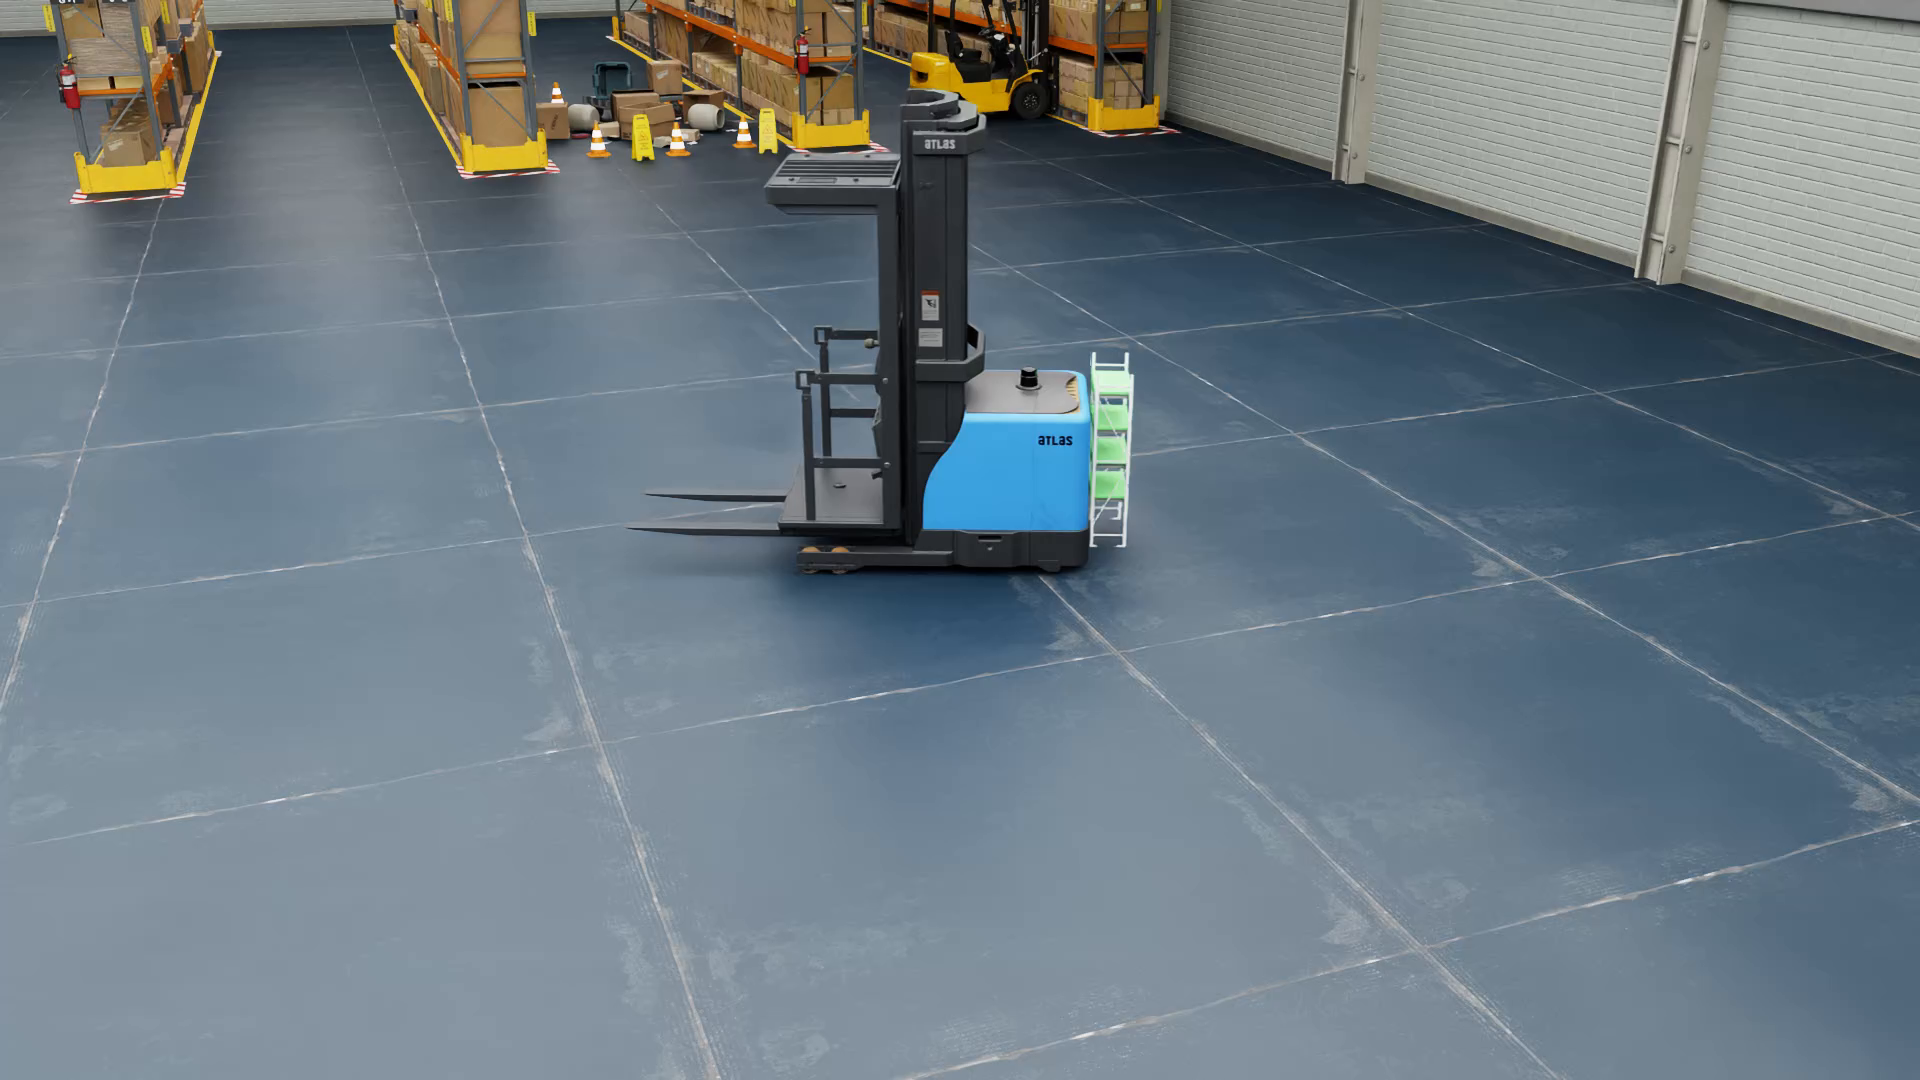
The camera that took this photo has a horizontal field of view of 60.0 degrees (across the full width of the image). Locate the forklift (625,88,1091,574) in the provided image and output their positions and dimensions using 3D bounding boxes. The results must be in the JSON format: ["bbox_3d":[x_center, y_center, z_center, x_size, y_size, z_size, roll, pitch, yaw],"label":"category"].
[{"bbox_3d":[-0.670,-1.338,10.650,3.031,2.935,1.130,1,23,2],"label":"forklift"}]

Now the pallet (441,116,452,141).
[{"bbox_3d":[-7.778,-6.652,26.761,1.003,0.211,1.213,-8,24,-19],"label":"pallet"}]

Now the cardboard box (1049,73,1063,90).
[{"bbox_3d":[1.843,-7.828,28.317,0.500,0.250,0.500,-9,24,-20],"label":"cardboard box"}]

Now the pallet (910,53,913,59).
[{"bbox_3d":[-0.378,-10.067,34.863,1.003,0.211,1.213,-8,24,-19],"label":"pallet"}]

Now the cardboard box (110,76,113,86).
[{"bbox_3d":[-11.618,-6.177,22.367,0.380,0.149,0.250,-8,24,-19],"label":"cardboard box"}]

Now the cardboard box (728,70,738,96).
[{"bbox_3d":[-3.566,-8.113,29.479,0.950,0.372,0.625,-8,24,-18],"label":"cardboard box"}]

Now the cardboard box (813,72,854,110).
[{"bbox_3d":[-2.001,-7.098,26.263,0.500,0.500,0.500,-9,25,-21],"label":"cardboard box"}]

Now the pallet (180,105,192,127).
[{"bbox_3d":[-13.361,-7.022,27.638,1.003,0.211,1.213,-8,24,-19],"label":"pallet"}]

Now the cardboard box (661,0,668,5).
[{"bbox_3d":[-5.778,-11.022,33.732,0.500,0.250,0.500,-9,24,-20],"label":"cardboard box"}]

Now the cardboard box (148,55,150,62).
[{"bbox_3d":[-11.830,-6.866,23.167,0.875,0.500,0.500,-8,24,-19],"label":"cardboard box"}]

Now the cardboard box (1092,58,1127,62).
[{"bbox_3d":[2.504,-7.938,27.933,0.500,0.250,0.500,-8,24,-19],"label":"cardboard box"}]

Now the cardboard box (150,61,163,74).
[{"bbox_3d":[-11.553,-6.706,23.621,0.380,0.149,0.250,-8,24,-19],"label":"cardboard box"}]

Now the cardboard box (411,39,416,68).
[{"bbox_3d":[-10.598,-9.676,33.022,0.500,0.500,0.500,-7,24,-17],"label":"cardboard box"}]

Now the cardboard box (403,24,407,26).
[{"bbox_3d":[-11.912,-11.128,36.153,0.380,0.149,0.250,-7,24,-17],"label":"cardboard box"}]

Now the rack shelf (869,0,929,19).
[{"bbox_3d":[-0.856,-11.471,35.530,1.077,0.370,4.000,-8,24,-19],"label":"rack shelf"}]

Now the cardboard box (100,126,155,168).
[{"bbox_3d":[-11.441,-5.398,22.872,0.500,0.500,0.500,-4,23,-9],"label":"cardboard box"}]

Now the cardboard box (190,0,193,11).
[{"bbox_3d":[-15.055,-10.401,31.935,0.500,0.500,0.500,-8,24,-19],"label":"cardboard box"}]

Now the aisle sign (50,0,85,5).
[{"bbox_3d":[-11.495,-7.261,21.268,0.394,0.787,0.004,-8,24,-19],"label":"aisle sign"}]

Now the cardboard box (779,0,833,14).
[{"bbox_3d":[-2.350,-8.286,25.248,0.700,0.500,0.500,-9,24,-20],"label":"cardboard box"}]

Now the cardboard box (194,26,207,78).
[{"bbox_3d":[-14.914,-9.147,31.285,1.225,0.875,0.875,-9,25,-21],"label":"cardboard box"}]

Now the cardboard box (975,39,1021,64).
[{"bbox_3d":[0.802,-9.193,31.715,0.875,0.625,0.625,-9,24,-20],"label":"cardboard box"}]

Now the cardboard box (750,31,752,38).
[{"bbox_3d":[-3.307,-8.489,27.851,0.380,0.149,0.250,-8,24,-19],"label":"cardboard box"}]

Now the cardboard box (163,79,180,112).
[{"bbox_3d":[-13.195,-7.236,27.208,0.700,0.500,0.500,-11,25,-24],"label":"cardboard box"}]

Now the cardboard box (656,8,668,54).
[{"bbox_3d":[-5.911,-10.847,35.318,0.875,0.875,0.875,-8,24,-17],"label":"cardboard box"}]

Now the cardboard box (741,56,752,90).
[{"bbox_3d":[-3.423,-7.960,28.309,0.500,0.500,0.500,-7,24,-16],"label":"cardboard box"}]

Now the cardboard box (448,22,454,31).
[{"bbox_3d":[-6.936,-7.665,23.989,0.875,0.550,0.550,-8,24,-19],"label":"cardboard box"}]

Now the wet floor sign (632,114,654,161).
[{"bbox_3d":[-4.698,-5.947,24.529,0.267,0.644,0.232,-13,26,-28],"label":"wet floor sign"}]

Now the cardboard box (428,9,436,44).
[{"bbox_3d":[-8.408,-8.423,27.243,0.500,0.500,0.500,-8,24,-19],"label":"cardboard box"}]

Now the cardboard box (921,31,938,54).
[{"bbox_3d":[-0.500,-10.241,34.364,0.500,0.500,0.500,-8,24,-17],"label":"cardboard box"}]

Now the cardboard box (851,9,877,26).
[{"bbox_3d":[-2.216,-12.096,38.764,0.700,0.500,0.500,-9,25,-21],"label":"cardboard box"}]

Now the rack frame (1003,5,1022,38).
[{"bbox_3d":[1.264,-9.622,30.218,1.000,3.000,0.127,-8,24,-19],"label":"rack frame"}]

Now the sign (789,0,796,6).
[{"bbox_3d":[-2.492,-8.097,24.701,0.100,0.325,0.005,-8,24,-19],"label":"sign"}]

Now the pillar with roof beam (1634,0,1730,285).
[{"bbox_3d":[3.486,-6.359,14.751,9.100,9.000,0.400,-8,24,-19],"label":"pillar with roof beam"}]

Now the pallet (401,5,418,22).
[{"bbox_3d":[-9.738,-9.833,30.965,1.213,0.211,1.003,-8,24,-19],"label":"pallet"}]

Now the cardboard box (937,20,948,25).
[{"bbox_3d":[-0.273,-10.828,34.921,0.380,0.149,0.250,-8,24,-18],"label":"cardboard box"}]

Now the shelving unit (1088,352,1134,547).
[{"bbox_3d":[0.998,-0.604,11.137,0.258,1.200,0.503,1,23,1],"label":"shelving unit"}]

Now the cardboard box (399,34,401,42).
[{"bbox_3d":[-12.327,-11.230,37.161,0.380,0.149,0.250,-8,24,-18],"label":"cardboard box"}]

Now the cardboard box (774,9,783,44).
[{"bbox_3d":[-2.587,-8.012,25.884,0.500,0.500,0.500,-8,24,-19],"label":"cardboard box"}]

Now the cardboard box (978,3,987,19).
[{"bbox_3d":[0.658,-9.882,31.028,0.500,0.250,0.500,-8,24,-19],"label":"cardboard box"}]

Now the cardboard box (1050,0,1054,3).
[{"bbox_3d":[1.658,-9.251,28.372,0.380,0.149,0.250,-9,24,-20],"label":"cardboard box"}]

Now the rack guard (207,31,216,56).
[{"bbox_3d":[-16.897,-10.797,36.224,1.175,0.500,0.348,-8,24,-19],"label":"rack guard"}]

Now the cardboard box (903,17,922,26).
[{"bbox_3d":[-1.003,-11.047,35.439,0.380,0.149,0.250,-10,25,-22],"label":"cardboard box"}]

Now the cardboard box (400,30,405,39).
[{"bbox_3d":[-12.066,-11.083,36.431,0.380,0.149,0.250,-8,24,-17],"label":"cardboard box"}]

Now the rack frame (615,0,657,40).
[{"bbox_3d":[-7.618,-13.300,38.944,1.000,3.000,0.127,-8,24,-19],"label":"rack frame"}]

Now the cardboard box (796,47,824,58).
[{"bbox_3d":[-2.298,-7.477,25.452,0.380,0.149,0.250,-8,24,-17],"label":"cardboard box"}]

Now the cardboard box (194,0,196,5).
[{"bbox_3d":[-15.455,-10.715,33.135,0.380,0.149,0.250,-8,24,-17],"label":"cardboard box"}]

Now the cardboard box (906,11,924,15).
[{"bbox_3d":[-0.971,-11.593,36.737,0.380,0.149,0.250,-8,24,-18],"label":"cardboard box"}]

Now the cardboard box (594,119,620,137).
[{"bbox_3d":[-5.643,-6.592,26.549,0.396,0.266,0.258,-4,23,-10],"label":"cardboard box"}]

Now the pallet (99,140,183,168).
[{"bbox_3d":[-11.944,-5.612,24.293,1.003,0.211,1.213,-8,24,-19],"label":"pallet"}]

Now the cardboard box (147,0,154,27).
[{"bbox_3d":[-11.524,-7.372,23.080,0.500,0.500,0.500,-8,24,-19],"label":"cardboard box"}]

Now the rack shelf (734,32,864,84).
[{"bbox_3d":[-2.672,-7.882,27.014,1.077,0.370,4.000,-8,24,-19],"label":"rack shelf"}]

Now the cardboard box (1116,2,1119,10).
[{"bbox_3d":[2.653,-8.754,27.193,0.380,0.149,0.250,-8,24,-19],"label":"cardboard box"}]

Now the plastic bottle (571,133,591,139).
[{"bbox_3d":[-6.006,-6.411,26.382,0.283,0.061,0.133,-18,29,-37],"label":"plastic bottle"}]

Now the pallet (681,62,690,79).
[{"bbox_3d":[-5.000,-9.405,33.293,1.003,0.211,1.213,-8,24,-19],"label":"pallet"}]

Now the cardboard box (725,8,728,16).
[{"bbox_3d":[-3.895,-9.265,29.153,0.380,0.149,0.250,-9,25,-21],"label":"cardboard box"}]

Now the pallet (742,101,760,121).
[{"bbox_3d":[-3.108,-7.416,28.573,1.003,0.211,1.213,-8,24,-19],"label":"pallet"}]

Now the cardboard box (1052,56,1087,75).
[{"bbox_3d":[1.849,-8.047,28.193,0.500,0.250,0.500,-8,24,-18],"label":"cardboard box"}]

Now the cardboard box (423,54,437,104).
[{"bbox_3d":[-8.614,-7.945,28.594,1.050,0.750,0.750,-8,24,-19],"label":"cardboard box"}]
